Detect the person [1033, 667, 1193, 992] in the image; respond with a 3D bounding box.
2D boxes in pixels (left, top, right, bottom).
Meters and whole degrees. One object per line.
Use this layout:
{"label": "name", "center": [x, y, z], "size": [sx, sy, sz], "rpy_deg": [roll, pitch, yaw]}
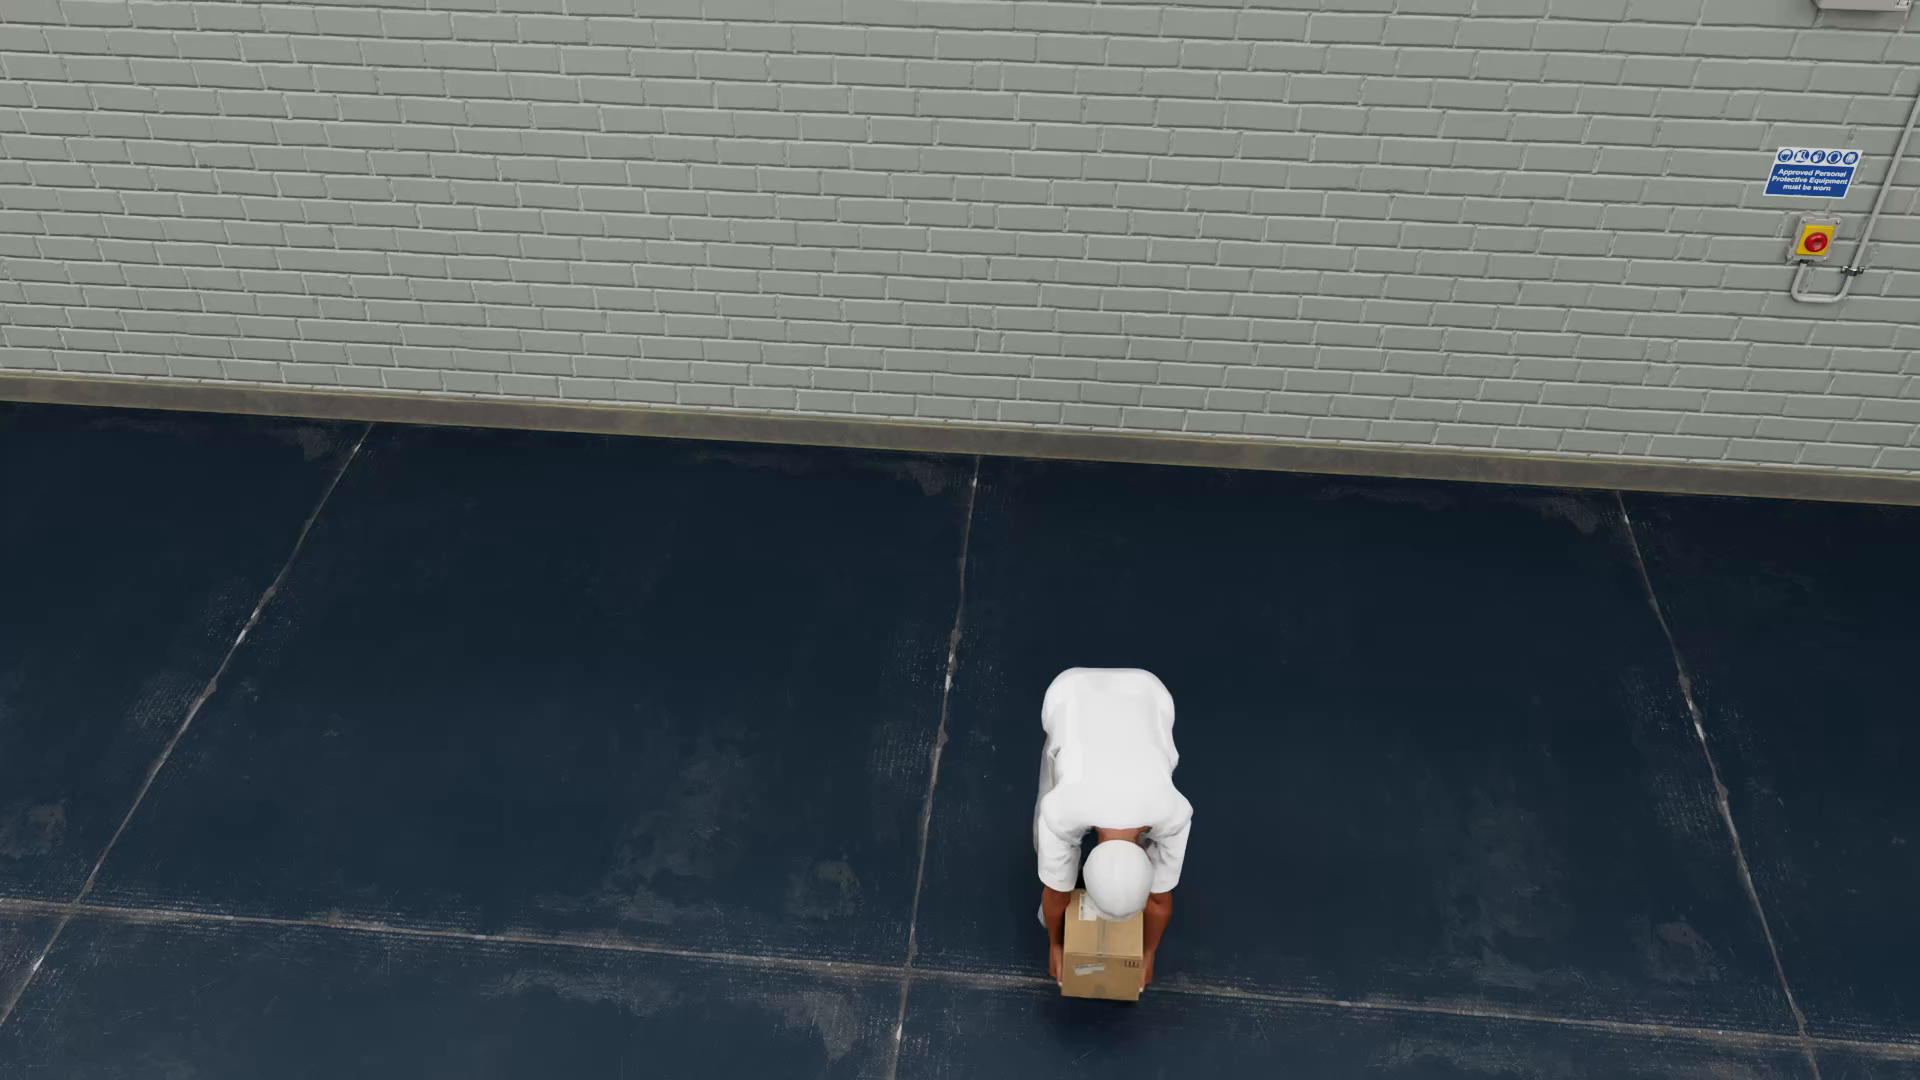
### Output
{"label": "person", "center": [0.484, 1.031, 5.445], "size": [0.491, 1.065, 0.982], "rpy_deg": [2, 40, 2]}
